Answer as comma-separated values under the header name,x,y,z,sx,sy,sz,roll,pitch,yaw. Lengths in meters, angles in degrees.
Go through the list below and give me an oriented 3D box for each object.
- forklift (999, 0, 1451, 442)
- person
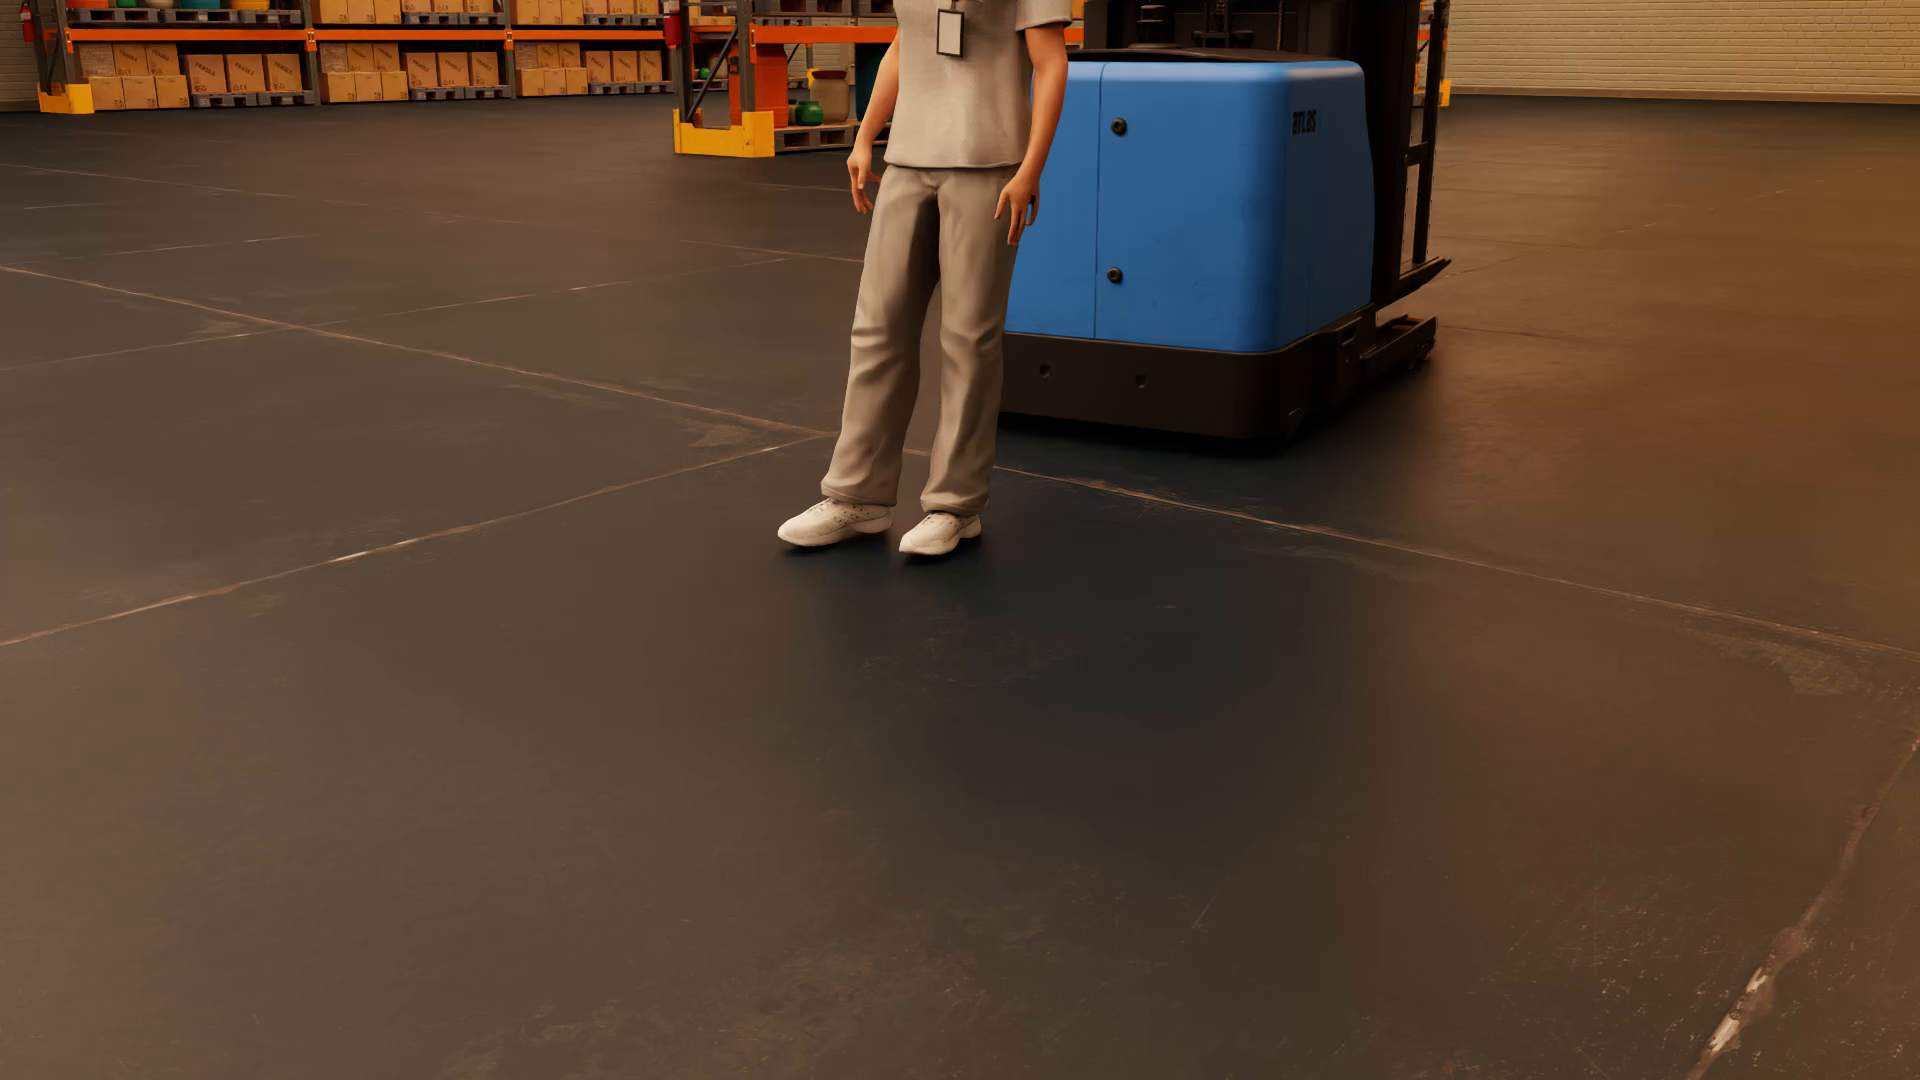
name,x,y,z,sx,sy,sz,roll,pitch,yaw
forklift,1.098,-2.061,5.686,1.130,2.935,3.031,9,19,27
person,-0.057,-0.795,3.650,0.550,1.673,0.548,13,21,37
